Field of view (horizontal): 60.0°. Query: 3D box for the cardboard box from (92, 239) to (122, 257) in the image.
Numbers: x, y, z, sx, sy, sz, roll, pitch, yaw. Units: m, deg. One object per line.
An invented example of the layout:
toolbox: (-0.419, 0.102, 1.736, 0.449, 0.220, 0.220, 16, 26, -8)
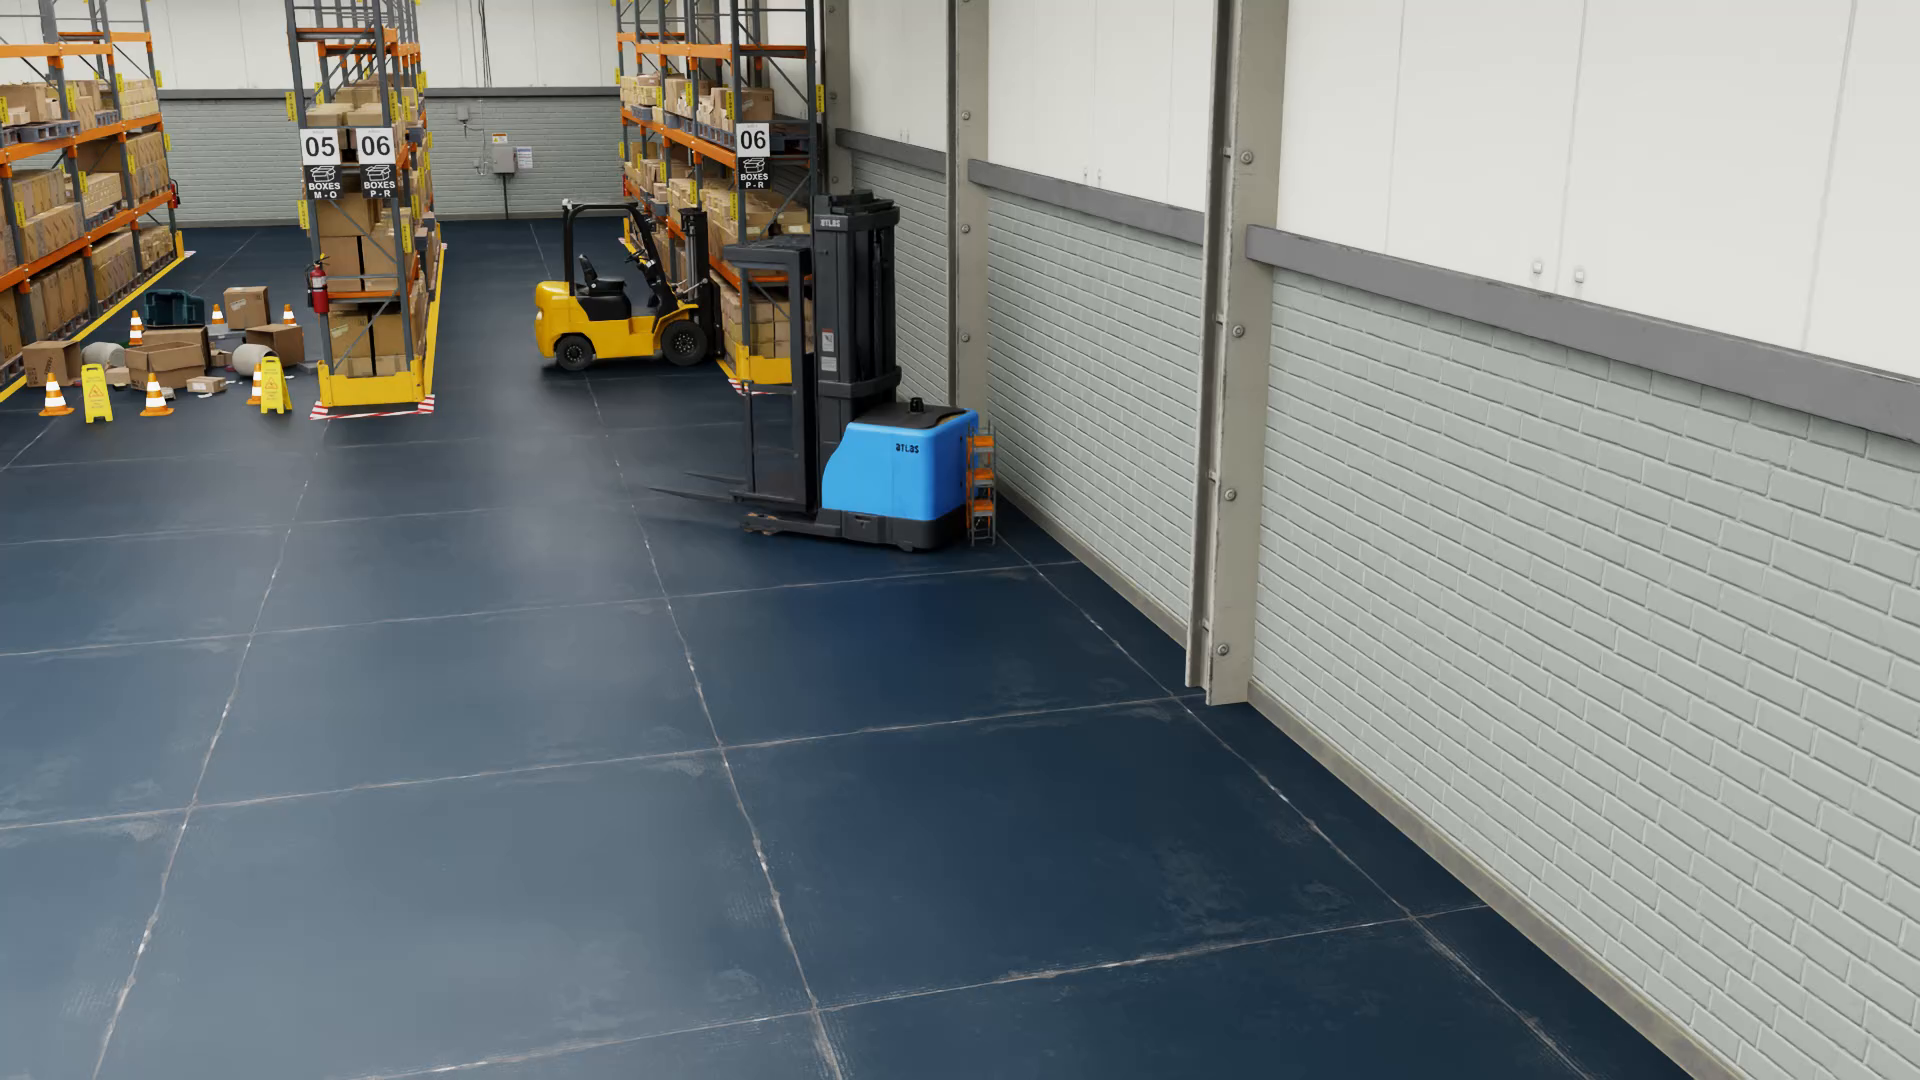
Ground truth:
cardboard box: (-14.321, -4.873, 27.772, 0.500, 0.250, 0.500, -6, 18, -18)

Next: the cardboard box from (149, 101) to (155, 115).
cardboard box: (-15.629, -8.210, 31.617, 0.500, 0.250, 0.500, -5, 17, -15)

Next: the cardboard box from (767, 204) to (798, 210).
cardboard box: (-2.321, -4.305, 21.752, 0.380, 0.149, 0.250, -5, 17, -15)

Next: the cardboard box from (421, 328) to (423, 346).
cardboard box: (-7.414, -2.645, 22.094, 0.500, 0.250, 0.500, -4, 17, -14)

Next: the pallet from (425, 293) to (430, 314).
pallet: (-9.012, -3.745, 26.554, 1.003, 0.211, 1.213, -5, 17, -15)

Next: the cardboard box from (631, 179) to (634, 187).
cardboard box: (-6.519, -7.310, 34.011, 0.380, 0.149, 0.250, -5, 17, -17)

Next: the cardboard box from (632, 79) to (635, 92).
cardboard box: (-6.071, -8.804, 32.208, 0.500, 0.250, 0.500, -5, 17, -16)

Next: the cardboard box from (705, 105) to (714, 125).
cardboard box: (-3.238, -5.771, 22.566, 0.396, 0.266, 0.258, -5, 17, -17)

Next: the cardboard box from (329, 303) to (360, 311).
cardboard box: (-7.663, -2.936, 20.629, 0.380, 0.149, 0.250, -4, 17, -14)

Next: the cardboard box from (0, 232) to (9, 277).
cardboard box: (-12.572, -3.592, 20.935, 0.875, 0.550, 0.550, -5, 17, -15)

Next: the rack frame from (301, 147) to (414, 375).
rack frame: (-7.026, -3.084, 19.506, 1.000, 3.000, 0.127, -5, 17, -15)

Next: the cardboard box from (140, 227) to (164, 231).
cardboard box: (-15.752, -6.011, 32.440, 0.380, 0.149, 0.250, -4, 17, -14)

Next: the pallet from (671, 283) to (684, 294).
pallet: (-4.265, -4.124, 27.815, 1.003, 0.211, 1.213, -5, 17, -15)

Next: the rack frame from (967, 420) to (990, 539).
rack frame: (0.160, -0.521, 14.360, 0.200, 1.050, 0.008, -3, 17, -9)

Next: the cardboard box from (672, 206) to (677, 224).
cardboard box: (-4.433, -5.337, 27.267, 0.500, 0.250, 0.500, -5, 17, -16)

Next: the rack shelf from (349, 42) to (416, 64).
rack shelf: (-9.775, -8.187, 28.012, 1.077, 0.370, 4.000, -5, 17, -15)

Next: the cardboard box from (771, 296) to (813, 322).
cardboard box: (-2.205, -2.989, 21.499, 0.500, 0.250, 0.500, -5, 17, -16)

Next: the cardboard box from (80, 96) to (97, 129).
cardboard box: (-14.144, -6.817, 26.544, 0.500, 0.500, 0.500, -5, 17, -15)

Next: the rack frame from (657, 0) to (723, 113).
rack frame: (-4.453, -8.564, 27.320, 1.000, 3.000, 0.127, -5, 17, -15)

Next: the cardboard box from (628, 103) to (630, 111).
cardboard box: (-6.460, -8.681, 33.362, 0.380, 0.149, 0.250, -5, 17, -15)

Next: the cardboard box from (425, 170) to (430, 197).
cardboard box: (-10.336, -6.741, 31.507, 0.500, 0.500, 0.500, -5, 17, -15)

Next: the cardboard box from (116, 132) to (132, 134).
cardboard box: (-16.287, -7.615, 32.159, 0.500, 0.500, 0.500, -5, 17, -16)

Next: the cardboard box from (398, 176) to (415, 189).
cardboard box: (-7.915, -5.051, 23.505, 0.380, 0.149, 0.250, -5, 17, -15)

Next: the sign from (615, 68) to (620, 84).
sign: (-7.174, -9.716, 34.849, 0.100, 0.325, 0.005, -5, 17, -15)

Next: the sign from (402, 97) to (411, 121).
sign: (-7.606, -5.920, 22.833, 0.100, 0.325, 0.005, -5, 17, -15)

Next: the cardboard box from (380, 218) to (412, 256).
cardboard box: (-7.324, -3.851, 21.369, 0.500, 0.500, 0.500, -5, 17, -16)

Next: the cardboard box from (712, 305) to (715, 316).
cardboard box: (-3.113, -3.131, 22.841, 0.500, 0.250, 0.500, -5, 17, -15)

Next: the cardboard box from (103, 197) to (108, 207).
cardboard box: (-14.395, -5.611, 27.624, 0.380, 0.149, 0.250, -4, 17, -13)

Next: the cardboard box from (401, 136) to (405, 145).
cardboard box: (-7.745, -5.444, 22.583, 0.380, 0.149, 0.250, -5, 17, -15)

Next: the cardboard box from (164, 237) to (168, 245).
cardboard box: (-15.591, -5.802, 32.262, 0.380, 0.149, 0.250, -5, 18, -18)

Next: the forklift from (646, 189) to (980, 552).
forklift: (-1.378, -1.574, 14.597, 3.031, 2.935, 1.130, 8, 18, 24)

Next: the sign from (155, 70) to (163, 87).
sign: (-15.616, -8.990, 32.412, 0.100, 0.325, 0.005, -5, 17, -15)

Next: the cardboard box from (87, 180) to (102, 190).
cardboard box: (-14.325, -5.819, 27.284, 0.380, 0.149, 0.250, -5, 17, -16)

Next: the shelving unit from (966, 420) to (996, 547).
shelving unit: (0.181, -0.486, 14.245, 0.215, 1.050, 0.252, -3, 17, -9)

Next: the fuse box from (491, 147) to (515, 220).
fuse box: (-10.936, -8.577, 40.030, 0.539, 1.711, 0.414, -5, 17, -15)

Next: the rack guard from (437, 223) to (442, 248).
rack guard: (-11.430, -6.320, 34.621, 1.175, 0.500, 0.348, -5, 17, -15)

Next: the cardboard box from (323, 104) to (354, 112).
cardboard box: (-8.254, -5.706, 22.071, 0.380, 0.149, 0.250, -4, 17, -14)

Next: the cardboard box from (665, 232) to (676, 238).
cardboard box: (-5.065, -5.417, 29.758, 0.380, 0.149, 0.250, -5, 17, -16)

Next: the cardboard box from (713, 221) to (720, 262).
cardboard box: (-3.066, -4.065, 22.597, 0.500, 0.500, 0.500, -5, 17, -15)

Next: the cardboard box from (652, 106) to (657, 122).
cardboard box: (-5.104, -7.456, 29.105, 0.500, 0.250, 0.500, -5, 17, -15)

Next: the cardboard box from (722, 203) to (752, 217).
cardboard box: (-2.927, -4.335, 21.852, 0.380, 0.149, 0.250, -4, 17, -14)

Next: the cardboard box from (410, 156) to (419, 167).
cardboard box: (-9.271, -6.116, 27.687, 0.500, 0.500, 0.500, -5, 17, -15)

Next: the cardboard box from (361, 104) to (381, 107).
cardboard box: (-7.698, -5.674, 21.962, 0.380, 0.149, 0.250, -4, 17, -14)

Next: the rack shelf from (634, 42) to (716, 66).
rack shelf: (-5.003, -8.581, 29.322, 1.077, 0.370, 4.000, -5, 17, -15)

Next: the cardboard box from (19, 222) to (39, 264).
cardboard box: (-12.743, -3.986, 22.334, 0.500, 0.500, 0.500, -4, 17, -15)

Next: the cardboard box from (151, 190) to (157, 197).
cardboard box: (-15.542, -6.619, 31.709, 0.380, 0.149, 0.250, -6, 18, -18)

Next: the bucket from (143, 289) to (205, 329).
bucket: (-10.603, -3.076, 22.527, 0.726, 0.611, 0.620, 1, 7, 4)

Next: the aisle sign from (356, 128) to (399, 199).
aisle sign: (-6.711, -4.337, 19.156, 0.394, 0.787, 0.004, -5, 17, -15)

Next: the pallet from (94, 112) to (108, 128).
pallet: (-14.701, -6.865, 27.205, 1.213, 0.211, 1.003, -5, 17, -15)

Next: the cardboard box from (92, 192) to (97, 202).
cardboard box: (-14.187, -5.538, 26.864, 0.380, 0.149, 0.250, -5, 17, -15)

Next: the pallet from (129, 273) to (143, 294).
pallet: (-14.841, -4.434, 28.845, 1.003, 0.211, 1.213, -5, 17, -15)

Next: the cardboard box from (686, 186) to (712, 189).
cardboard box: (-4.120, -5.517, 26.304, 0.380, 0.149, 0.250, -5, 17, -15)
